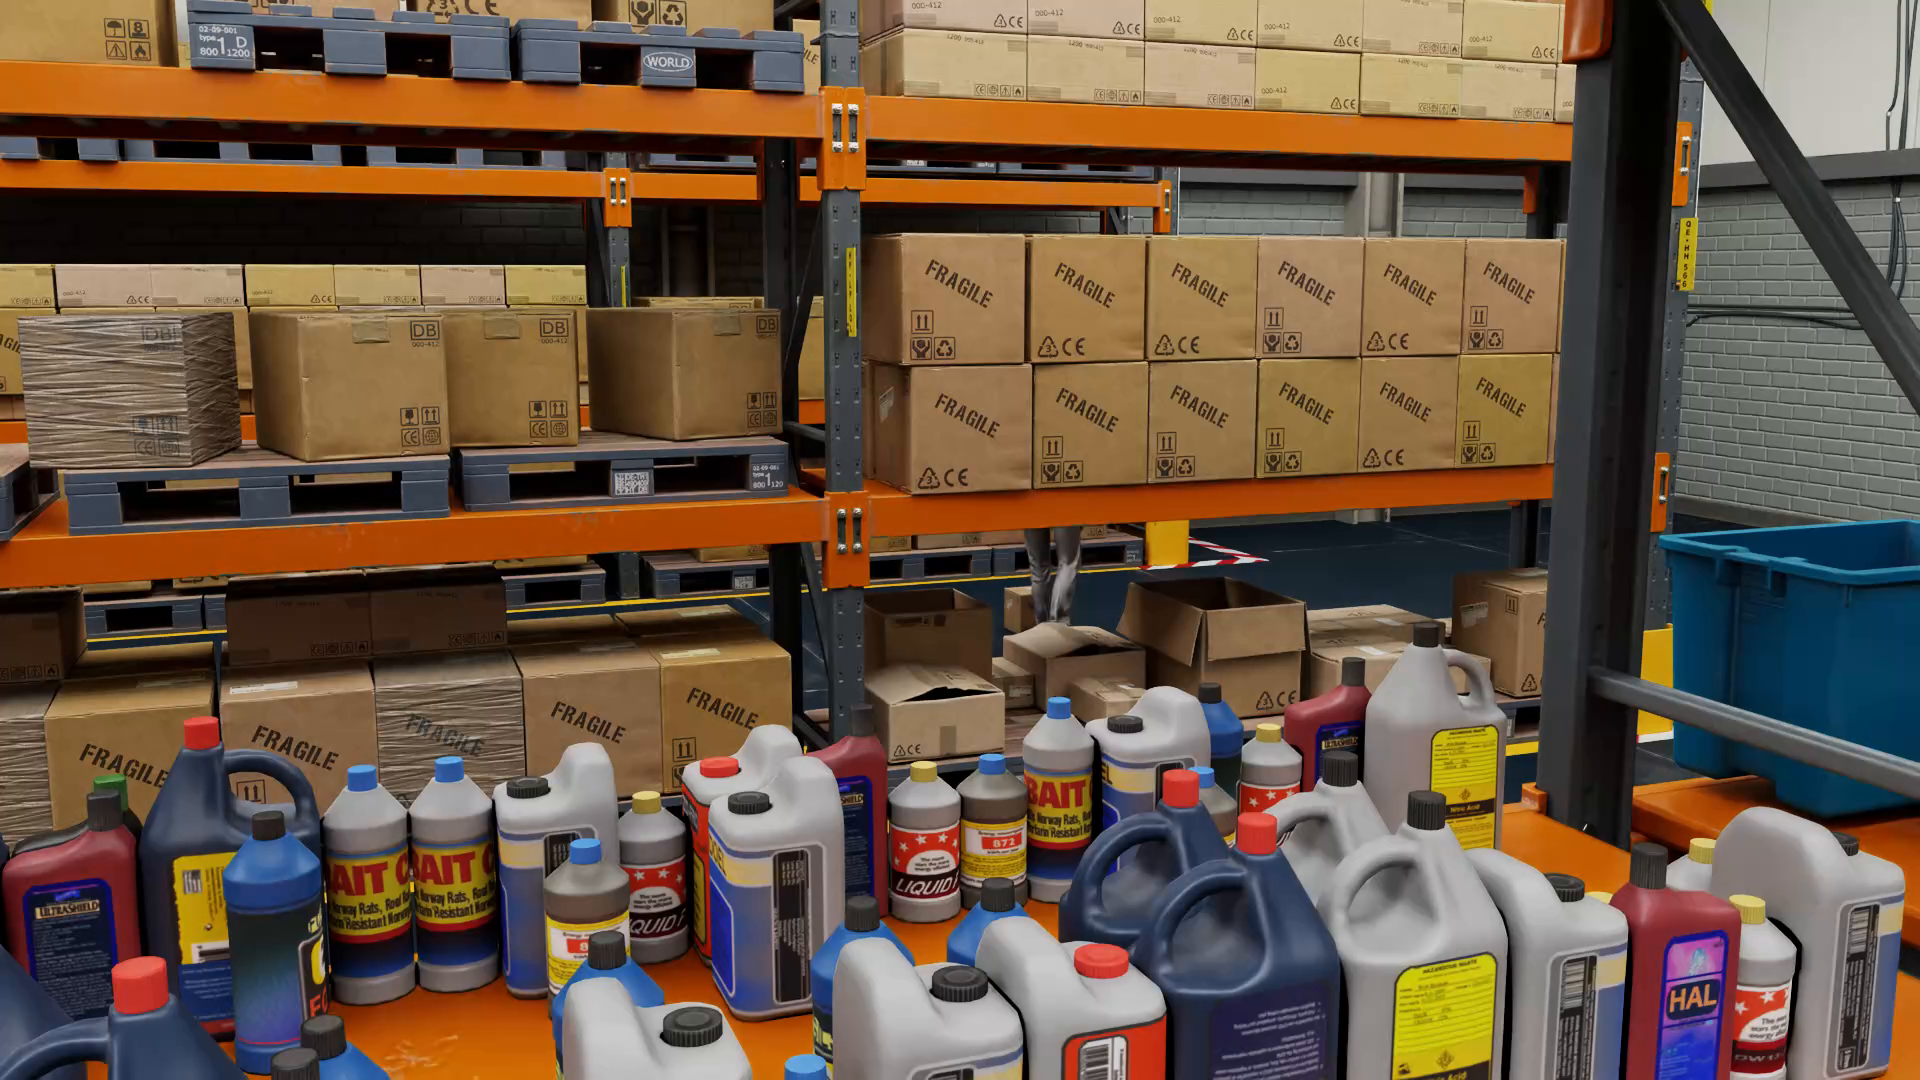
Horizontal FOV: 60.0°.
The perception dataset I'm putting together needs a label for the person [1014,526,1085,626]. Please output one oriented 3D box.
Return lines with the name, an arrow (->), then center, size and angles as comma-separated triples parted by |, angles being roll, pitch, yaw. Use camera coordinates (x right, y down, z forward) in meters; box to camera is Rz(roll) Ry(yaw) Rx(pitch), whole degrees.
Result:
person -> 0.511, -0.208, 9.565 | 0.500, 1.665, 0.613 | 1, 9, 9
